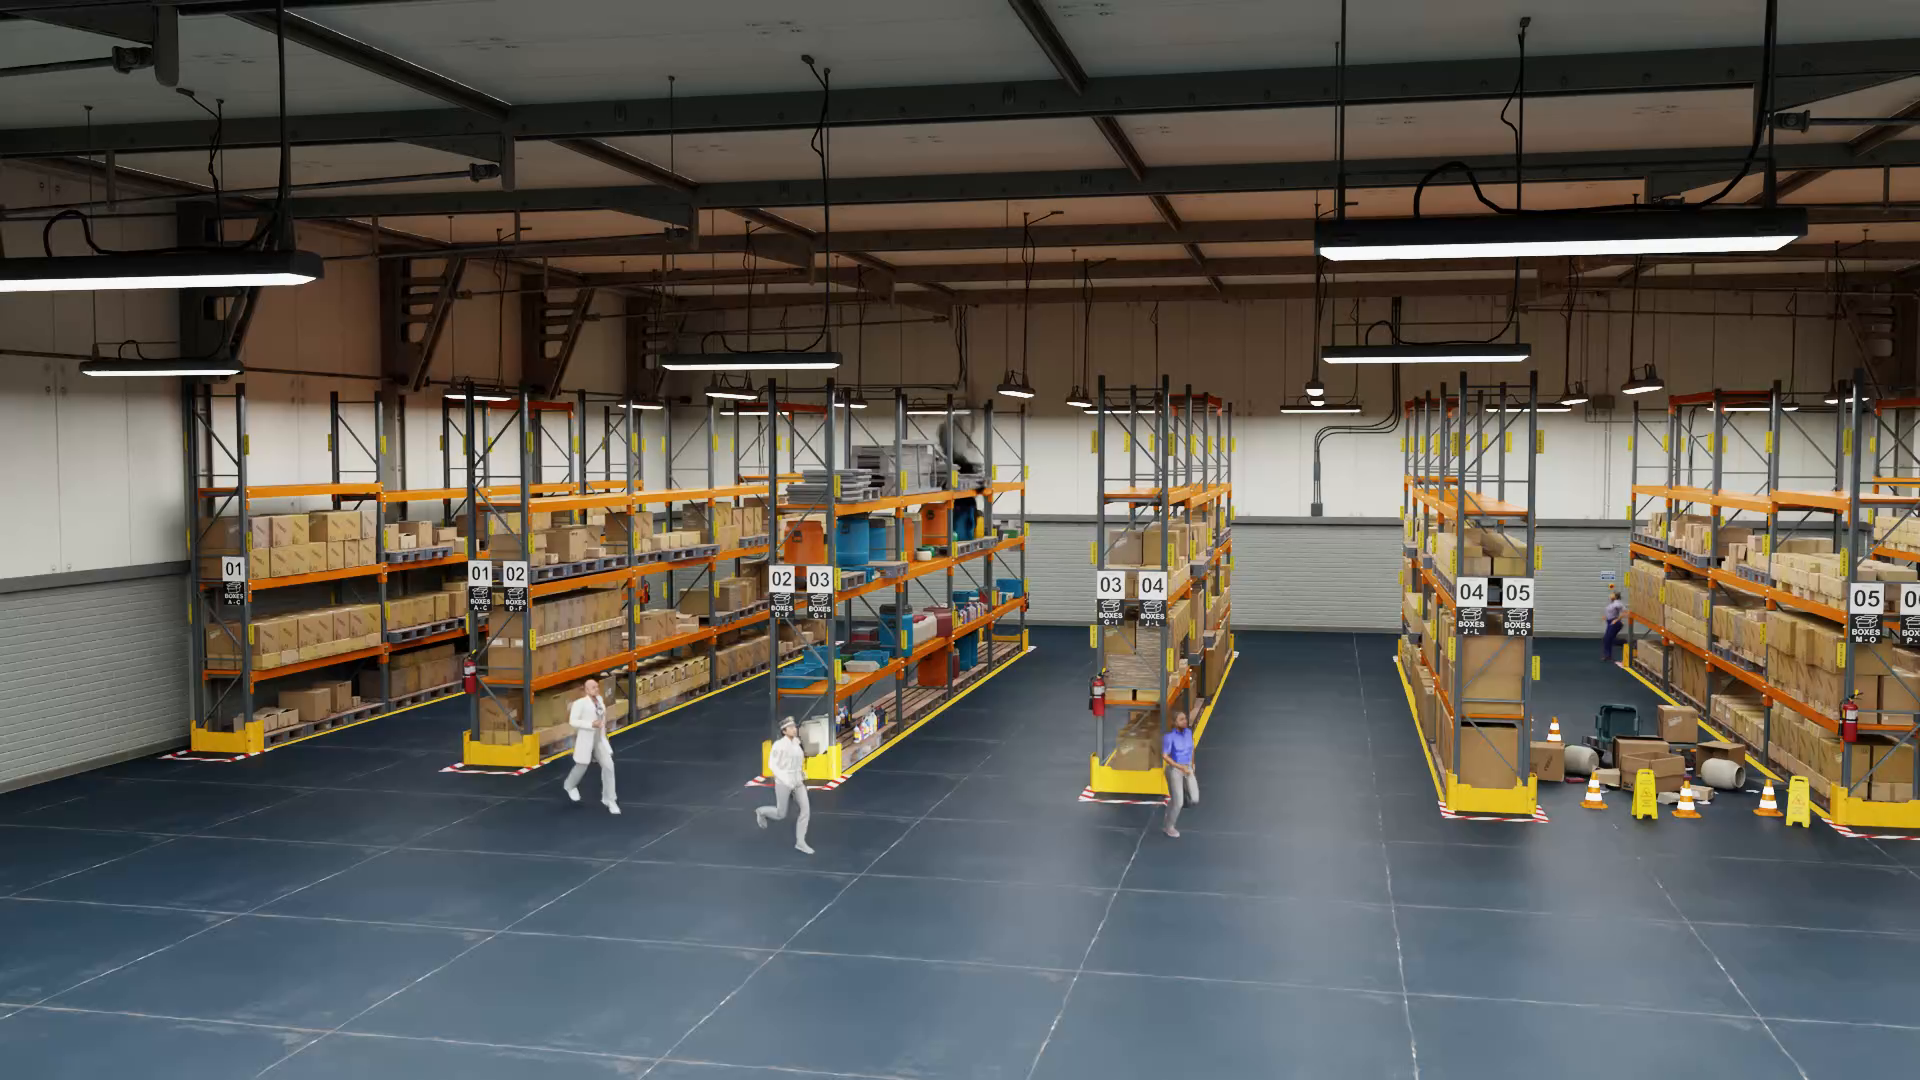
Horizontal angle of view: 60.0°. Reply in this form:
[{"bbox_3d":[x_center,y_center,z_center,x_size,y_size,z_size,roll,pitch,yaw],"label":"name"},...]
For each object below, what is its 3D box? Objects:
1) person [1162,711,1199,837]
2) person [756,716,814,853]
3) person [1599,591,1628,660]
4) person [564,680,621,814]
[{"bbox_3d":[2.846,2.989,21.271,0.598,1.616,0.578,-2,4,-31],"label":"person"},{"bbox_3d":[-2.151,3.012,20.654,0.893,1.678,0.607,3,4,42],"label":"person"},{"bbox_3d":[15.285,2.002,38.723,0.769,1.624,0.607,0,3,5],"label":"person"},{"bbox_3d":[-5.115,2.823,22.816,1.102,1.834,0.669,3,5,44],"label":"person"}]
